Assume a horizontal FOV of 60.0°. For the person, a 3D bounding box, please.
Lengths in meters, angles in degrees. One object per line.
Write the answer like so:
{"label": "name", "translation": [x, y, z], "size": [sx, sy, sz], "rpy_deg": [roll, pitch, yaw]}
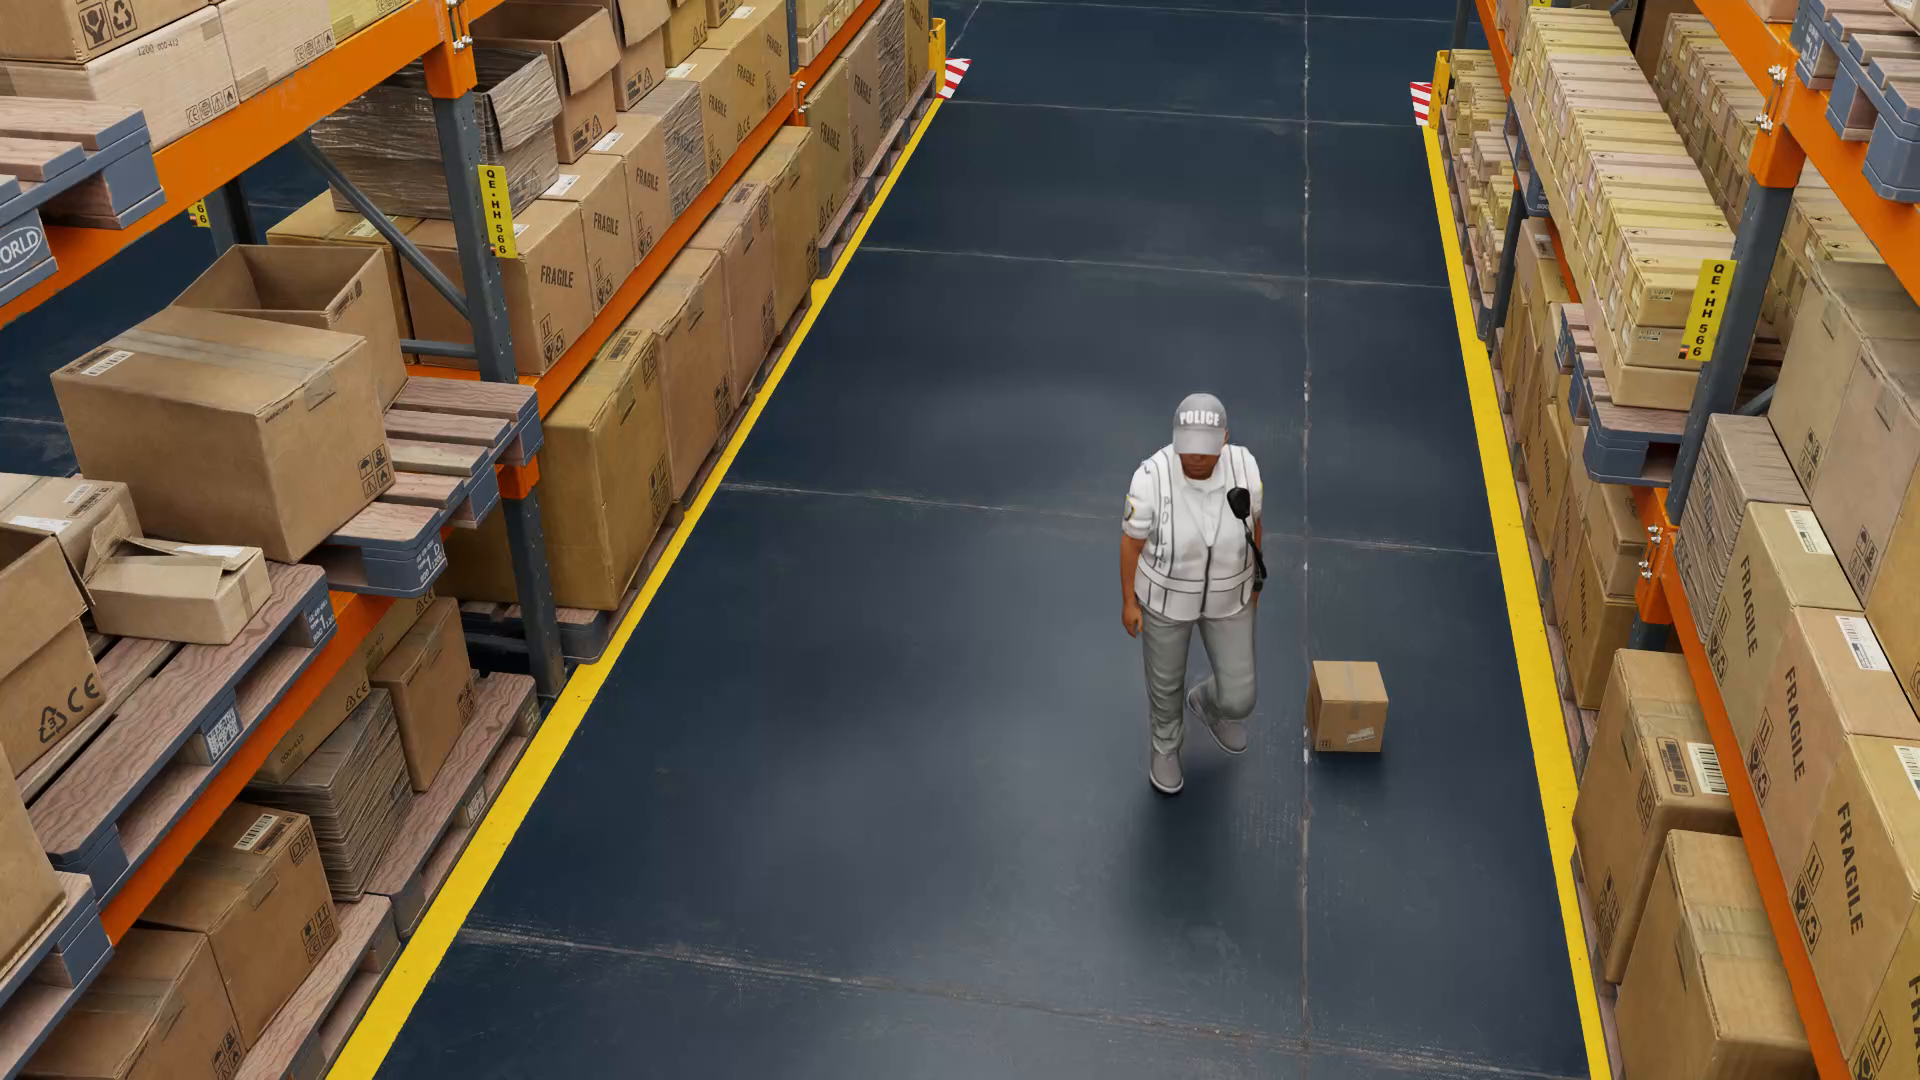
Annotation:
{"label": "person", "translation": [0.822, 0.197, 5.813], "size": [0.549, 1.656, 0.512], "rpy_deg": [-1, 33, -2]}
